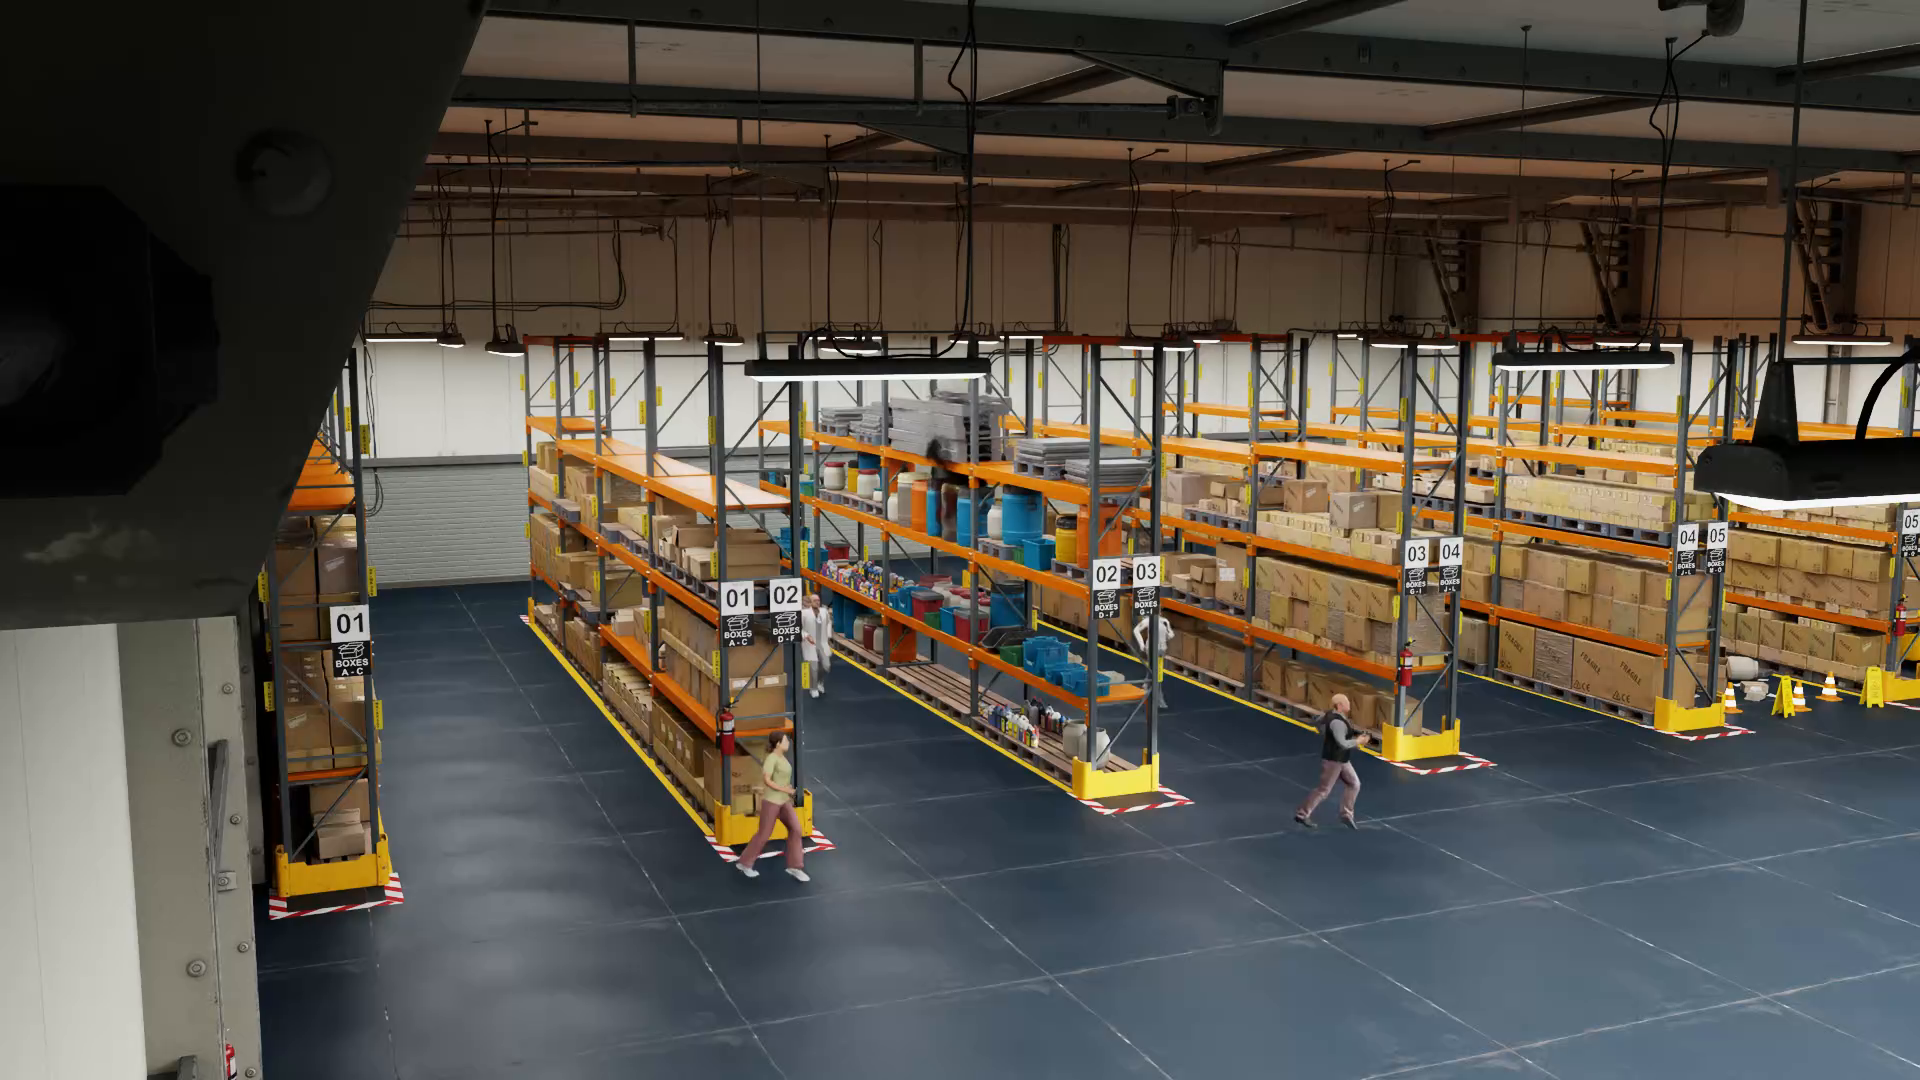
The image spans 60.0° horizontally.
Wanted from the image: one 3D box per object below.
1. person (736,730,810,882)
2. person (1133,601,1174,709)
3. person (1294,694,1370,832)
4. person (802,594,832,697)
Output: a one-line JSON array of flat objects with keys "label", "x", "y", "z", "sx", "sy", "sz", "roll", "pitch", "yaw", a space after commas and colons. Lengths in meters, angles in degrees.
[{"label": "person", "x": -2.077, "y": 2.996, "z": 18.899, "sx": 0.840, "sy": 1.687, "sz": 0.642, "roll": 2, "pitch": 8, "yaw": 14}, {"label": "person", "x": 3.226, "y": 1.843, "z": 27.402, "sx": 0.596, "sy": 1.728, "sz": 0.850, "roll": -4, "pitch": 9, "yaw": -29}, {"label": "person", "x": 4.605, "y": 2.760, "z": 20.560, "sx": 0.888, "sy": 1.770, "sz": 0.661, "roll": 2, "pitch": 8, "yaw": 12}, {"label": "person", "x": -2.415, "y": 1.773, "z": 27.824, "sx": 0.716, "sy": 1.744, "sz": 0.618, "roll": -4, "pitch": 8, "yaw": -25}]
